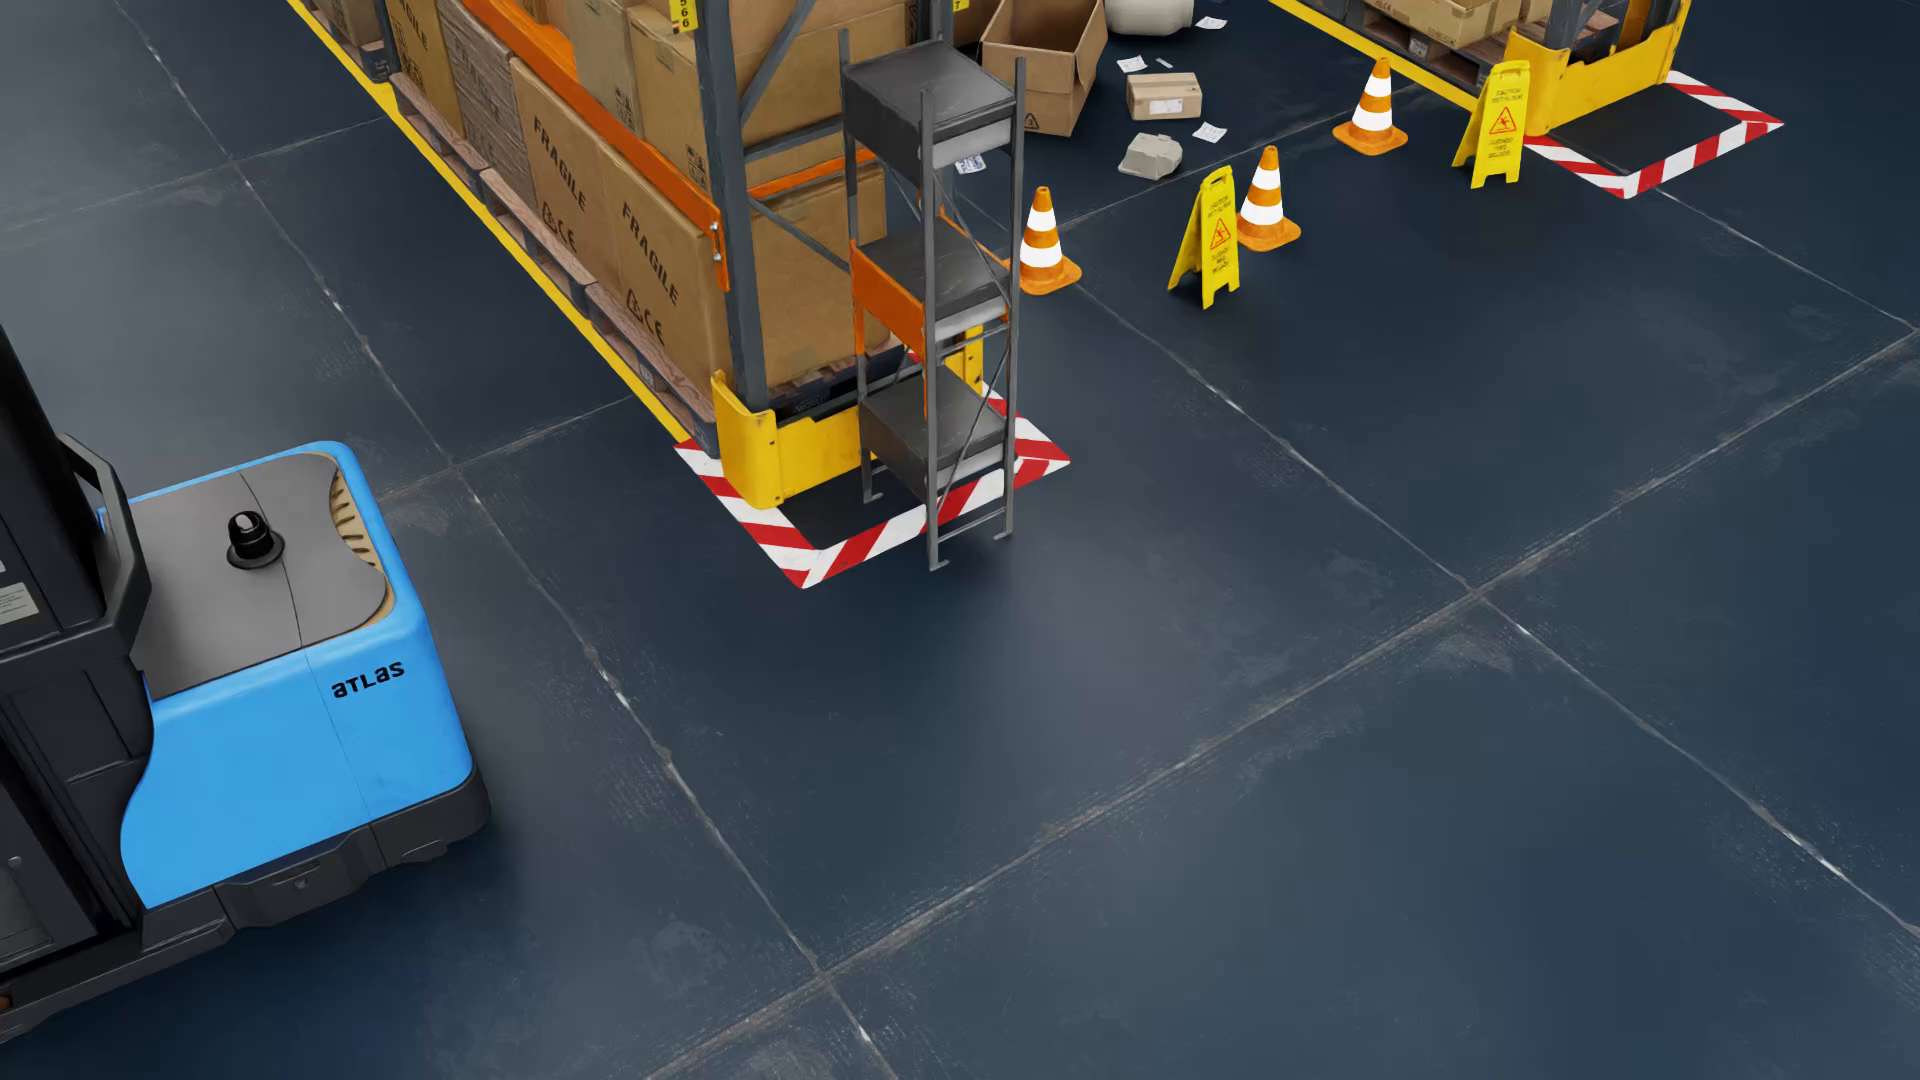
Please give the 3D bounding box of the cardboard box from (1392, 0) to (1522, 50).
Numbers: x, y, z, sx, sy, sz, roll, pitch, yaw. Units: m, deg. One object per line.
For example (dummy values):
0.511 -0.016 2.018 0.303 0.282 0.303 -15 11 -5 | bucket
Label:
2.838 -3.069 9.480 0.500 0.250 0.500 -26 49 -25 | cardboard box

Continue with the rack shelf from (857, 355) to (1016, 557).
-0.095 -0.337 6.616 0.431 0.518 0.480 -26 49 -24 | rack shelf

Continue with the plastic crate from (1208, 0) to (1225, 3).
1.472 -3.543 10.403 0.583 0.080 0.402 26 49 25 | plastic crate

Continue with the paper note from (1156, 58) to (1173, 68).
1.184 -2.765 9.639 0.032 0.001 0.123 -26 49 -24 | paper note

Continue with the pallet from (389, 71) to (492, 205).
-2.385 -2.329 9.037 1.003 0.211 1.213 -26 49 -24 | pallet

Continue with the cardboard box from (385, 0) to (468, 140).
-2.453 -2.799 8.744 0.875 0.875 0.875 -25 49 -24 | cardboard box

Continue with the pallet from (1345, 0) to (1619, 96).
3.056 -3.055 9.798 1.003 0.211 1.213 -26 49 -24 | pallet

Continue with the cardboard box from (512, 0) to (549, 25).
-1.604 -2.734 7.333 0.875 0.550 0.500 -26 49 -24 | cardboard box

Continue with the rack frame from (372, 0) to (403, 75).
-2.756 -3.800 8.558 1.000 3.000 0.127 -26 49 -24 | rack frame

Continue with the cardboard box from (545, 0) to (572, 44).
-1.267 -2.450 7.036 0.875 0.550 0.550 -26 49 -24 | cardboard box

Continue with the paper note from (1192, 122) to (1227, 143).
1.361 -2.222 9.055 0.142 0.019 0.148 26 49 25 | paper note

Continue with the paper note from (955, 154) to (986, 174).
0.052 -1.995 8.819 0.144 0.017 0.142 -10 45 -11 | paper note

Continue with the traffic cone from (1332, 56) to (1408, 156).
2.231 -2.363 8.890 0.336 0.463 0.334 -26 49 -24 | traffic cone

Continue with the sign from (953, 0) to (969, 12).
-0.009 -2.092 6.085 0.100 0.325 0.005 -26 49 -24 | sign

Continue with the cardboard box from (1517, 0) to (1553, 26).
3.300 -3.270 9.690 0.500 0.250 0.500 -26 49 -25 | cardboard box

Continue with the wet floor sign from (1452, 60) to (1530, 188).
2.766 -2.165 8.550 0.267 0.644 0.232 -10 45 -11 | wet floor sign

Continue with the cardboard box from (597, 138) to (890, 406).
-0.909 -1.275 7.148 0.875 0.875 0.875 -25 49 -24 | cardboard box

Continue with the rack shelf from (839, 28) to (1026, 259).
-0.095 -1.350 5.649 0.431 0.518 0.480 -26 49 -24 | rack shelf

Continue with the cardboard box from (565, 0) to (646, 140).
-1.049 -2.083 6.652 0.875 0.550 0.550 -26 49 -24 | cardboard box

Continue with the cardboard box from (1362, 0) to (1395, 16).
2.562 -3.352 9.776 0.500 0.250 0.500 -26 49 -24 | cardboard box

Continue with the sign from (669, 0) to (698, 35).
-0.920 -1.832 5.487 0.100 0.325 0.005 -26 49 -24 | sign

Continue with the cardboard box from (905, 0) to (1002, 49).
-0.088 -3.214 9.654 0.797 0.637 0.503 -26 49 -24 | cardboard box

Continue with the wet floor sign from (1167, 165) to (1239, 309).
1.173 -1.448 7.800 0.267 0.644 0.232 -35 53 -31 | wet floor sign

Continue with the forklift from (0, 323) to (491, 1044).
-3.142 0.145 4.476 3.031 2.935 1.130 -21 48 -21 | forklift

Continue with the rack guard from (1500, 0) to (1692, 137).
3.491 -2.686 9.201 1.175 0.500 0.348 -26 49 -24 | rack guard

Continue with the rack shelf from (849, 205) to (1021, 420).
-0.095 -0.843 6.133 0.431 0.518 0.480 -26 49 -24 | rack shelf

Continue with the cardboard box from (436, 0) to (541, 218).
-1.934 -2.290 8.211 0.875 0.875 0.875 -25 49 -24 | cardboard box

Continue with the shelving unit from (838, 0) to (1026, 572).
-0.095 -0.853 6.123 0.431 2.100 0.503 -26 49 -24 | shelving unit

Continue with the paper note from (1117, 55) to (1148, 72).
0.999 -2.758 9.625 0.148 0.019 0.142 -10 45 -11 | paper note

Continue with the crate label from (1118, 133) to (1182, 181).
1.014 -2.035 8.782 0.298 0.136 0.250 18 47 18 | crate label

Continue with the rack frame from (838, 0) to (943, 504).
-0.234 -0.991 6.268 0.400 2.100 0.015 -26 49 -24 | rack frame

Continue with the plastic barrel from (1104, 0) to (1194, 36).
1.111 -3.187 9.781 0.512 0.421 0.421 4 44 4 | plastic barrel

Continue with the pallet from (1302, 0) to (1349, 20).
2.362 -3.746 10.521 1.003 0.211 1.213 -26 49 -24 | pallet

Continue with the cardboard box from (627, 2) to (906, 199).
-0.717 -1.781 6.334 0.875 0.550 0.550 -26 49 -24 | cardboard box

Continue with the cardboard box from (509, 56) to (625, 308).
-1.415 -1.773 7.669 0.875 0.875 0.875 -26 50 -25 | cardboard box

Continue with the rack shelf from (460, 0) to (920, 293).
-1.611 -2.407 7.620 1.077 0.370 4.000 -26 49 -24 | rack shelf

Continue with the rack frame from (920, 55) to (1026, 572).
0.045 -0.715 5.978 0.400 2.100 0.015 -26 49 -24 | rack frame

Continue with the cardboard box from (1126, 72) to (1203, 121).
1.129 -2.460 9.219 0.380 0.149 0.250 -3 44 -4 | cardboard box

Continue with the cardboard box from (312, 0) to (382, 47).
-3.185 -3.454 9.521 1.050 0.750 0.750 -26 49 -25 | cardboard box

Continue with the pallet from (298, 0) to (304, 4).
-3.961 -3.890 10.672 1.003 0.211 1.213 -26 49 -24 | pallet

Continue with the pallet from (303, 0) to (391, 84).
-3.259 -3.198 9.947 1.003 0.211 1.213 -26 49 -24 | pallet

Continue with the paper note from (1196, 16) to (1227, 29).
1.511 -3.107 9.982 0.148 0.019 0.142 26 49 25 | paper note

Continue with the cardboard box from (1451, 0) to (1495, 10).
2.863 -3.326 9.206 0.500 0.500 0.500 -25 49 -24 | cardboard box

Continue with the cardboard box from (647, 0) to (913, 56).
-0.648 -2.204 5.996 0.875 0.550 0.550 -26 49 -24 | cardboard box

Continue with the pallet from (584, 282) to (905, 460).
-0.989 -0.947 7.590 1.003 0.211 1.213 -26 49 -24 | pallet

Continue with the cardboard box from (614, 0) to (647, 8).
-1.038 -2.479 6.284 0.875 0.550 0.550 -26 49 -24 | cardboard box

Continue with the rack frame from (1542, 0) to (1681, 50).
3.535 -3.547 8.293 1.000 3.000 0.127 -26 49 -24 | rack frame

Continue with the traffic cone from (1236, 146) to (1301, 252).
1.515 -1.732 8.229 0.336 0.463 0.334 -26 49 -24 | traffic cone

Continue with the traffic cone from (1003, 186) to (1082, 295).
0.394 -1.478 7.963 0.336 0.463 0.334 -26 49 -24 | traffic cone

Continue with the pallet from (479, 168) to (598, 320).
-1.683 -1.638 8.313 1.003 0.211 1.213 -26 49 -24 | pallet

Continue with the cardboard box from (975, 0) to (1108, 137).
0.454 -2.638 9.149 0.637 0.503 0.797 11 45 11 | cardboard box

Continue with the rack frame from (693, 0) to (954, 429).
-0.467 -1.534 6.185 1.000 3.000 0.127 -26 49 -24 | rack frame

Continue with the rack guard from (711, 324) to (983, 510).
-0.454 -0.616 7.034 1.175 0.500 0.348 -26 49 -24 | rack guard
